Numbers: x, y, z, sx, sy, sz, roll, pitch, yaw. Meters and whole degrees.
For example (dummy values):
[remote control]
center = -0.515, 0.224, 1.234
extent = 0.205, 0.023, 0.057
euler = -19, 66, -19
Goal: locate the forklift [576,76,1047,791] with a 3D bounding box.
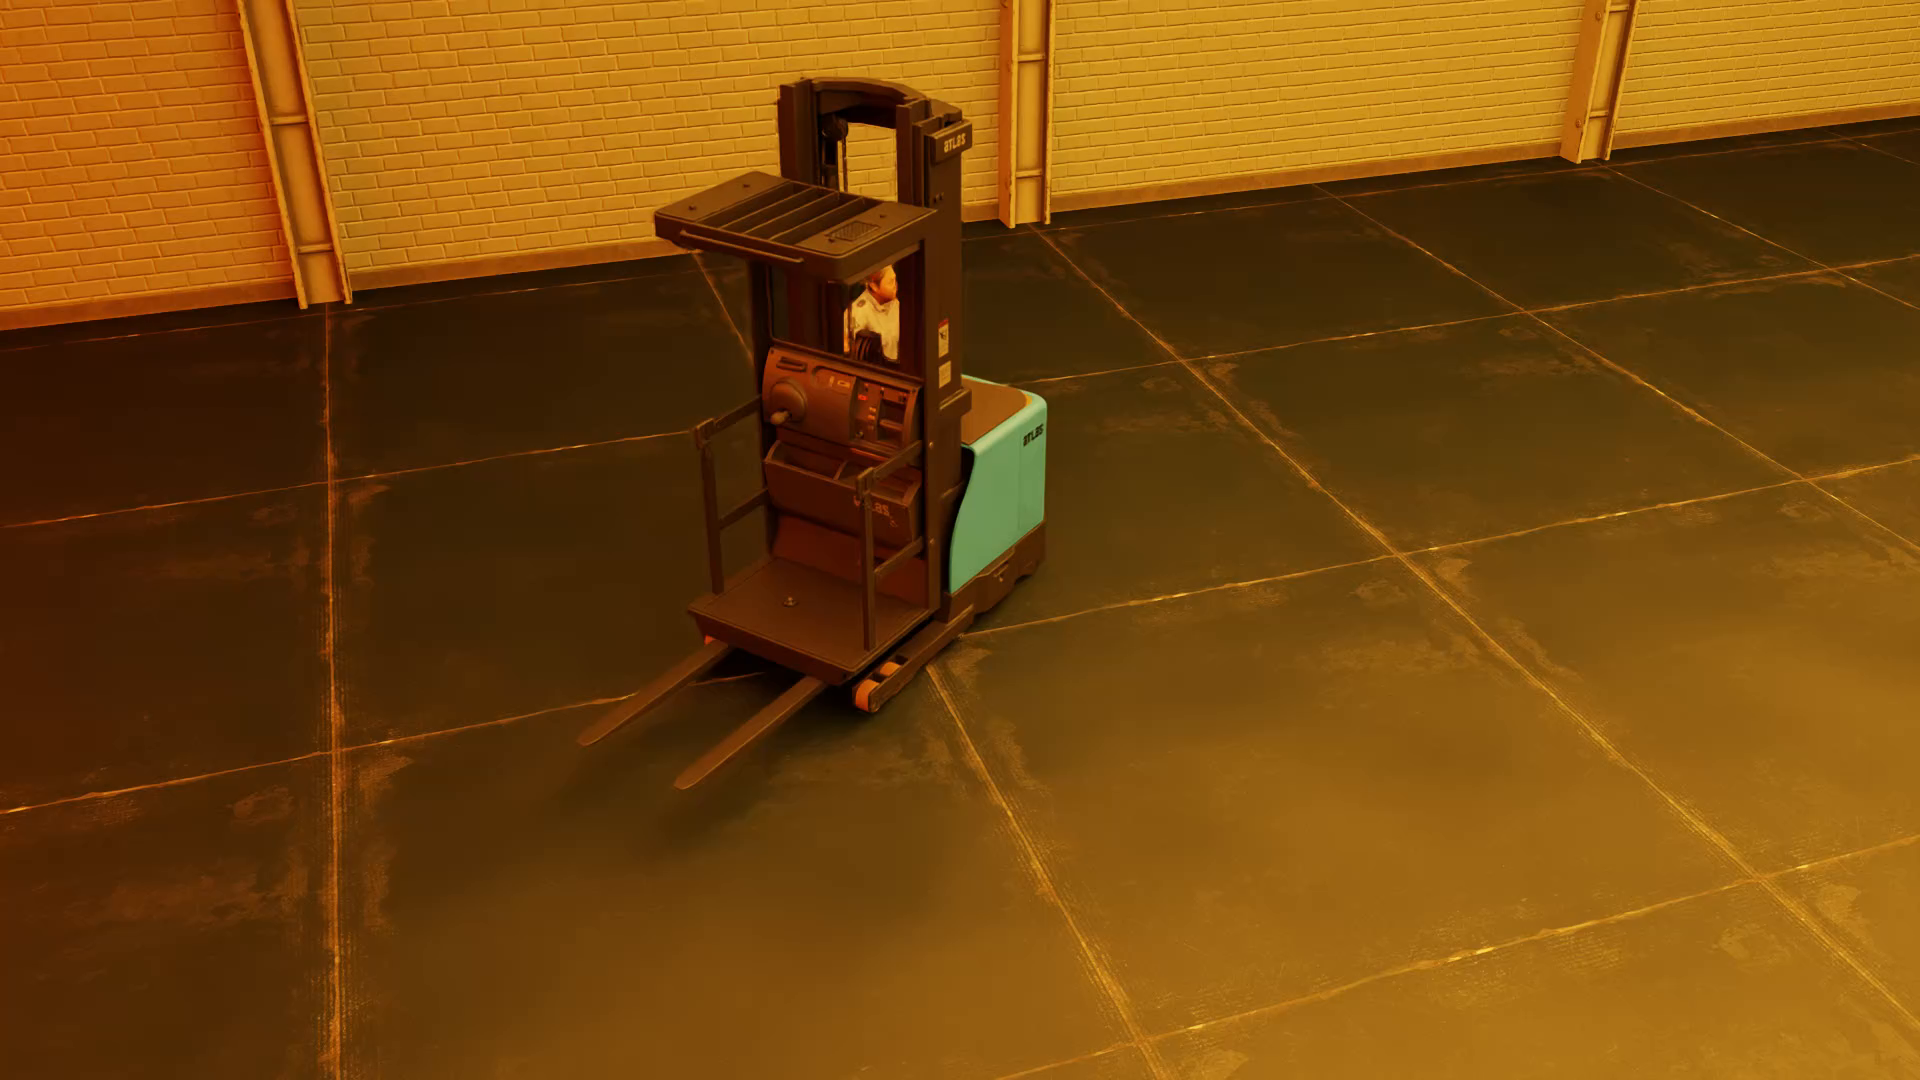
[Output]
[forklift]
center = -0.723, -0.657, 8.230
extent = 1.130, 2.935, 3.031
euler = 18, 34, 28

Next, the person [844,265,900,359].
[person]
center = -0.330, -0.957, 10.147
extent = 0.725, 1.532, 0.957
euler = 15, 33, 24
